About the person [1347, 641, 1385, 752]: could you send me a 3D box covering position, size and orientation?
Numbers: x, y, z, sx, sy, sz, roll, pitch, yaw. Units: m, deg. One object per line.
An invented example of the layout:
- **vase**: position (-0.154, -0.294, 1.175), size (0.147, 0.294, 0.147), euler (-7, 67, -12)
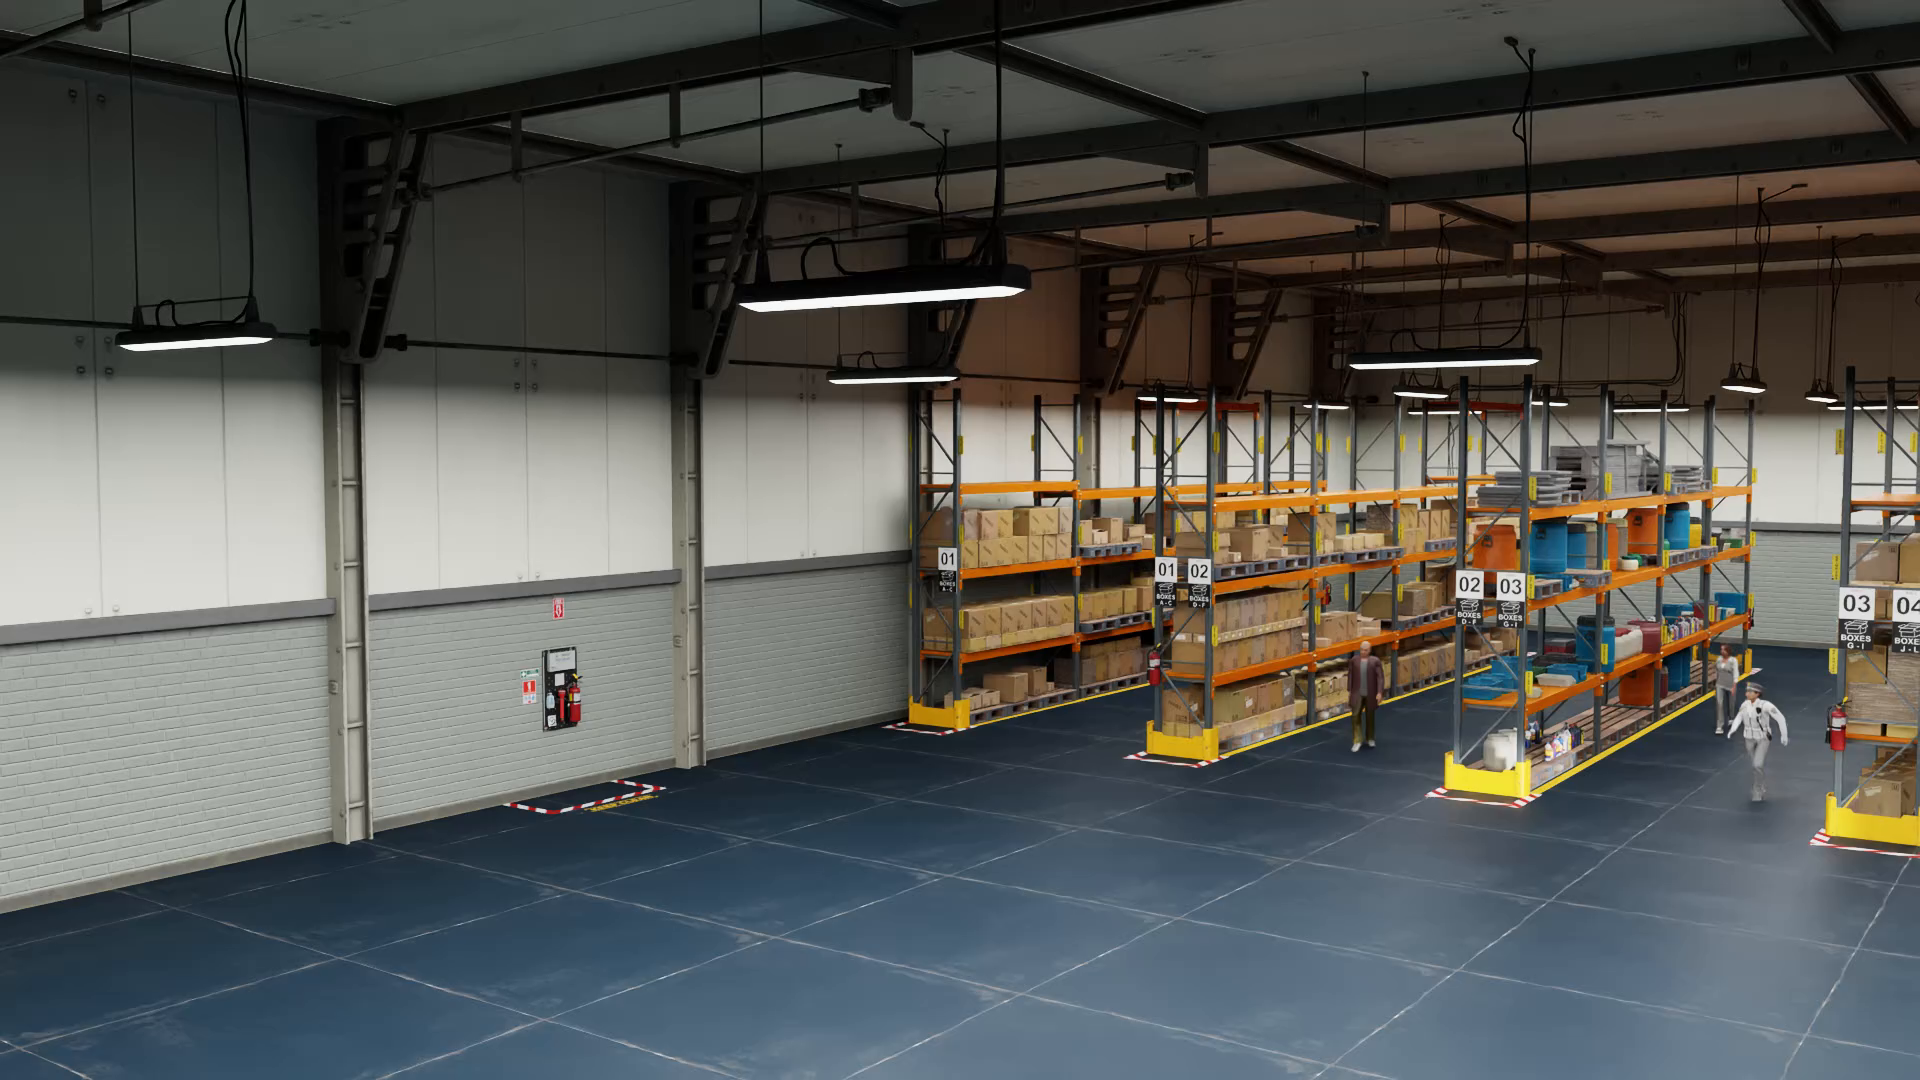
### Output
- **person**: position (6.686, 2.567, 27.396), size (0.636, 1.820, 0.679), euler (1, 4, 24)

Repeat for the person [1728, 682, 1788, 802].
- **person**: position (11.335, 2.859, 23.572), size (0.731, 1.719, 0.701), euler (-2, 4, -37)

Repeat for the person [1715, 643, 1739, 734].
- **person**: position (13.361, 2.546, 28.962), size (0.387, 1.501, 0.997), euler (2, 4, 27)
